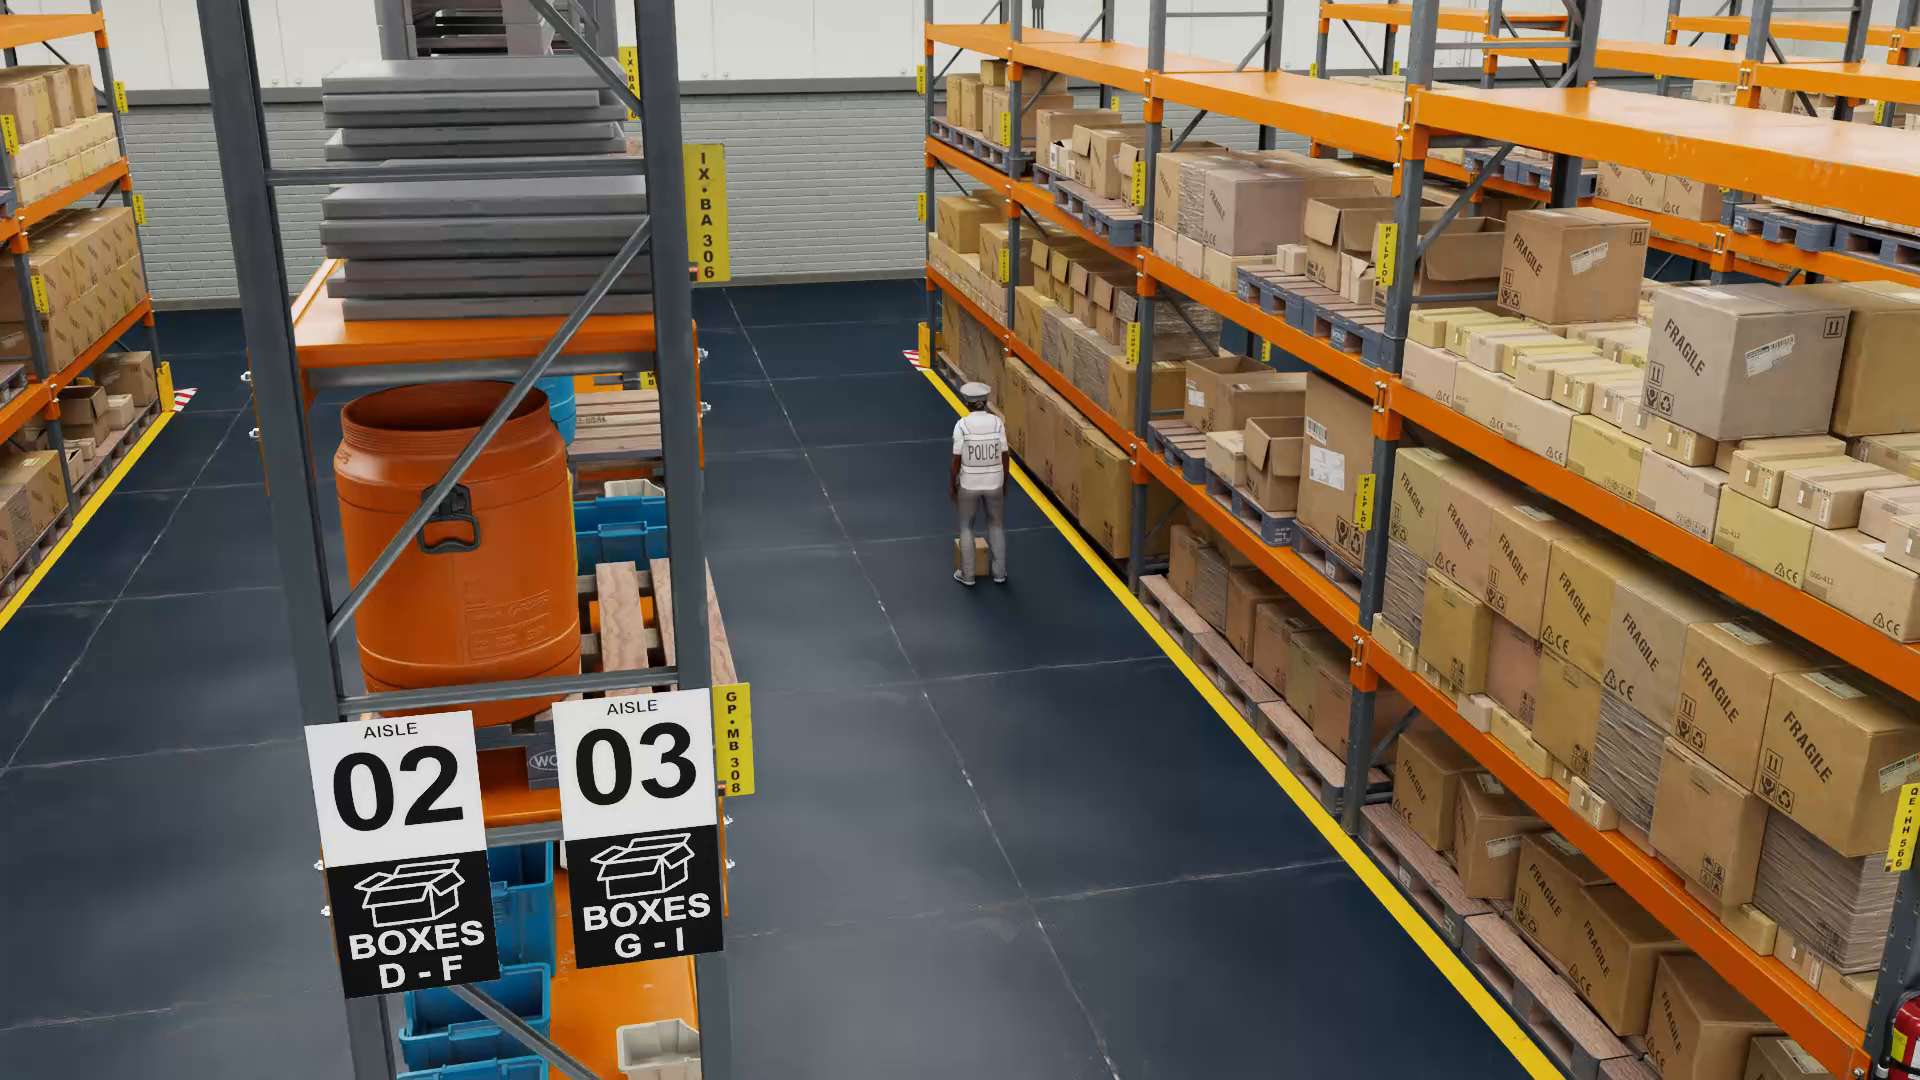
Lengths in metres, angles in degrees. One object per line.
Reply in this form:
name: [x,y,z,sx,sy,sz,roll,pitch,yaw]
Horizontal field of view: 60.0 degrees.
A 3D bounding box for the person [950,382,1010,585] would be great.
person: [0.165,-0.441,13.580,0.506,1.655,0.392,-4,20,-12]
